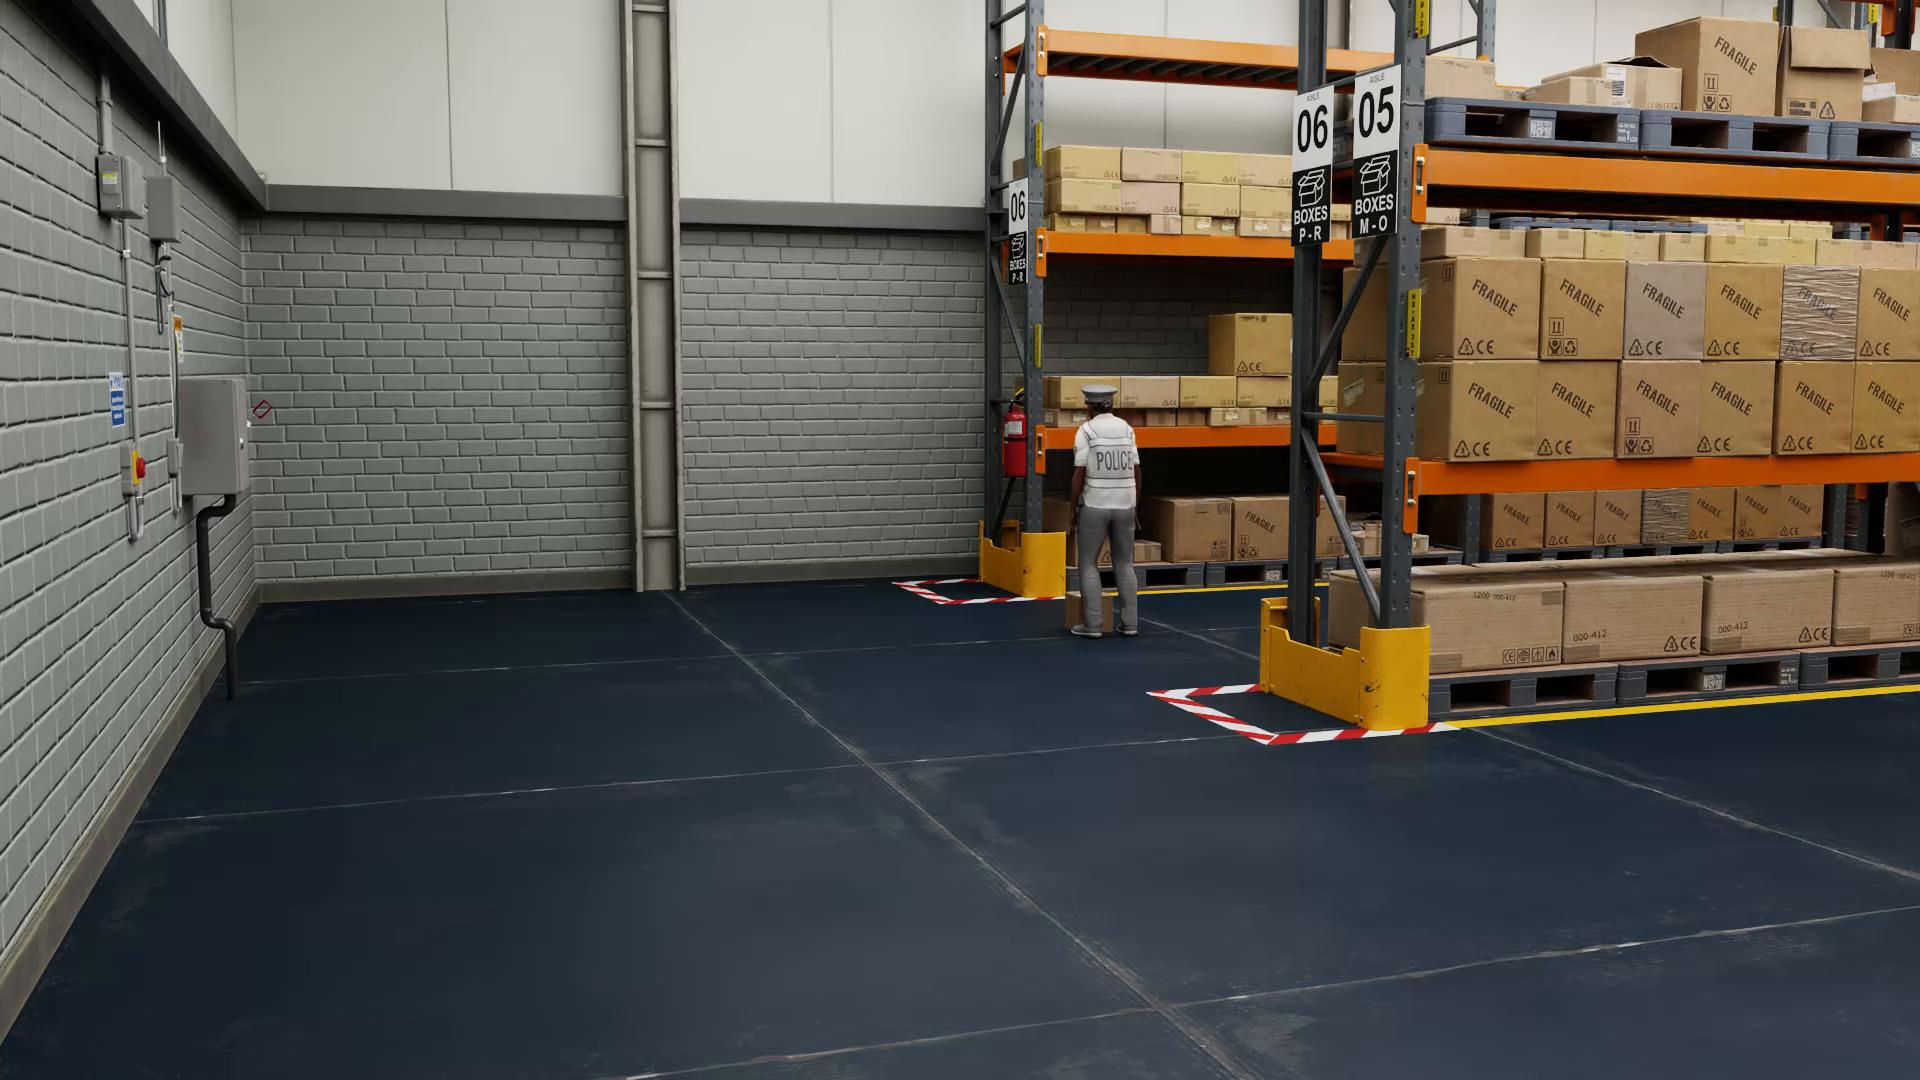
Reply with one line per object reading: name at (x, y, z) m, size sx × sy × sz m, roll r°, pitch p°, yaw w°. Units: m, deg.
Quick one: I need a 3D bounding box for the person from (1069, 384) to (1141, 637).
person at (0.959, -0.192, 10.940) m, size 0.508 × 1.659 × 0.395 m, roll -2°, pitch 6°, yaw -19°
